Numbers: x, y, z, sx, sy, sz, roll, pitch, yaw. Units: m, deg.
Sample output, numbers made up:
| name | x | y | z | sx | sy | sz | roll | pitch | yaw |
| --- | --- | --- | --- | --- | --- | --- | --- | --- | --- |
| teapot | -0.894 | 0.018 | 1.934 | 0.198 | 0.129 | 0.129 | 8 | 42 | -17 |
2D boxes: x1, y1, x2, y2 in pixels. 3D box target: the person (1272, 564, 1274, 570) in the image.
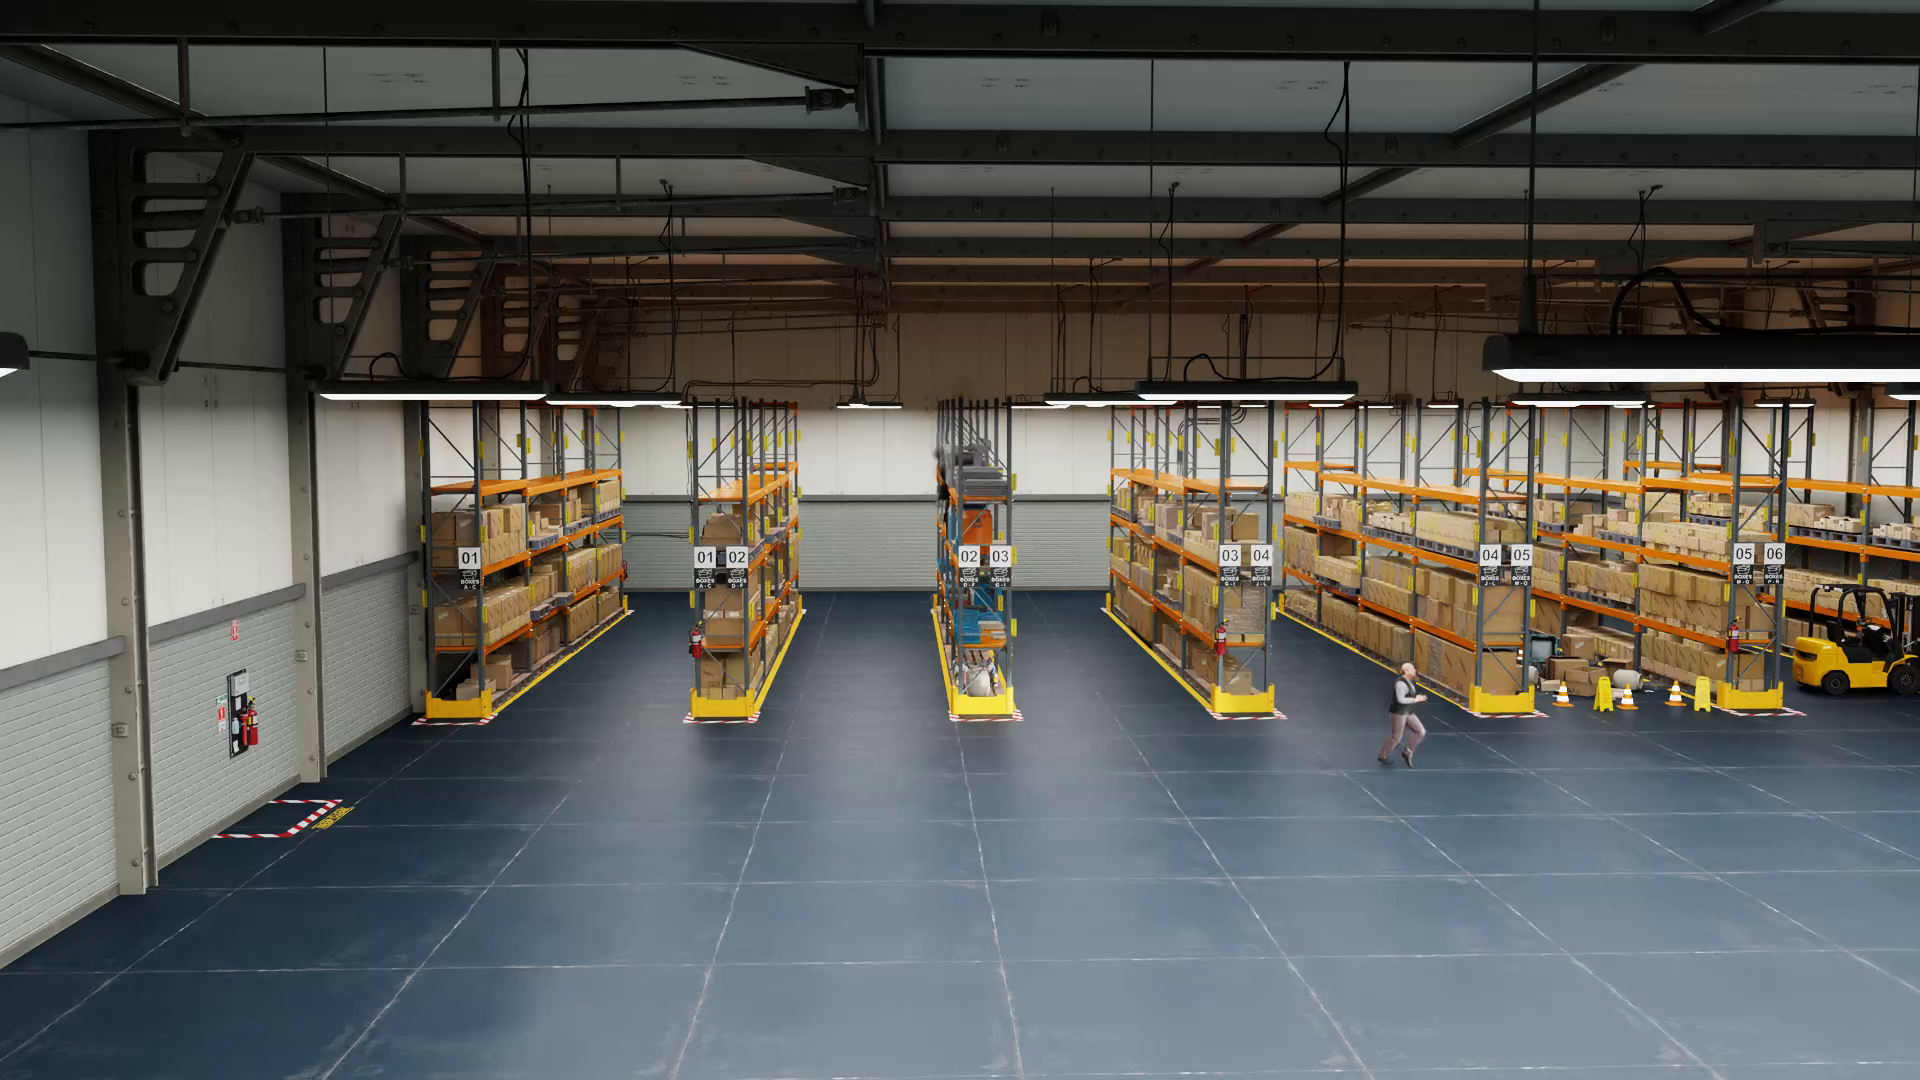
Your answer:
| name | x | y | z | sx | sy | sz | roll | pitch | yaw |
| --- | --- | --- | --- | --- | --- | --- | --- | --- | --- |
| person | 8.699 | 1.037 | 48.500 | 0.712 | 1.691 | 0.650 | 4 | 6 | 44 |

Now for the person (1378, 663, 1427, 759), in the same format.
| name | x | y | z | sx | sy | sz | roll | pitch | yaw |
| --- | --- | --- | --- | --- | --- | --- | --- | --- | --- |
| person | 7.110 | 2.743 | 26.651 | 0.809 | 1.586 | 0.616 | 3 | 5 | 34 |
